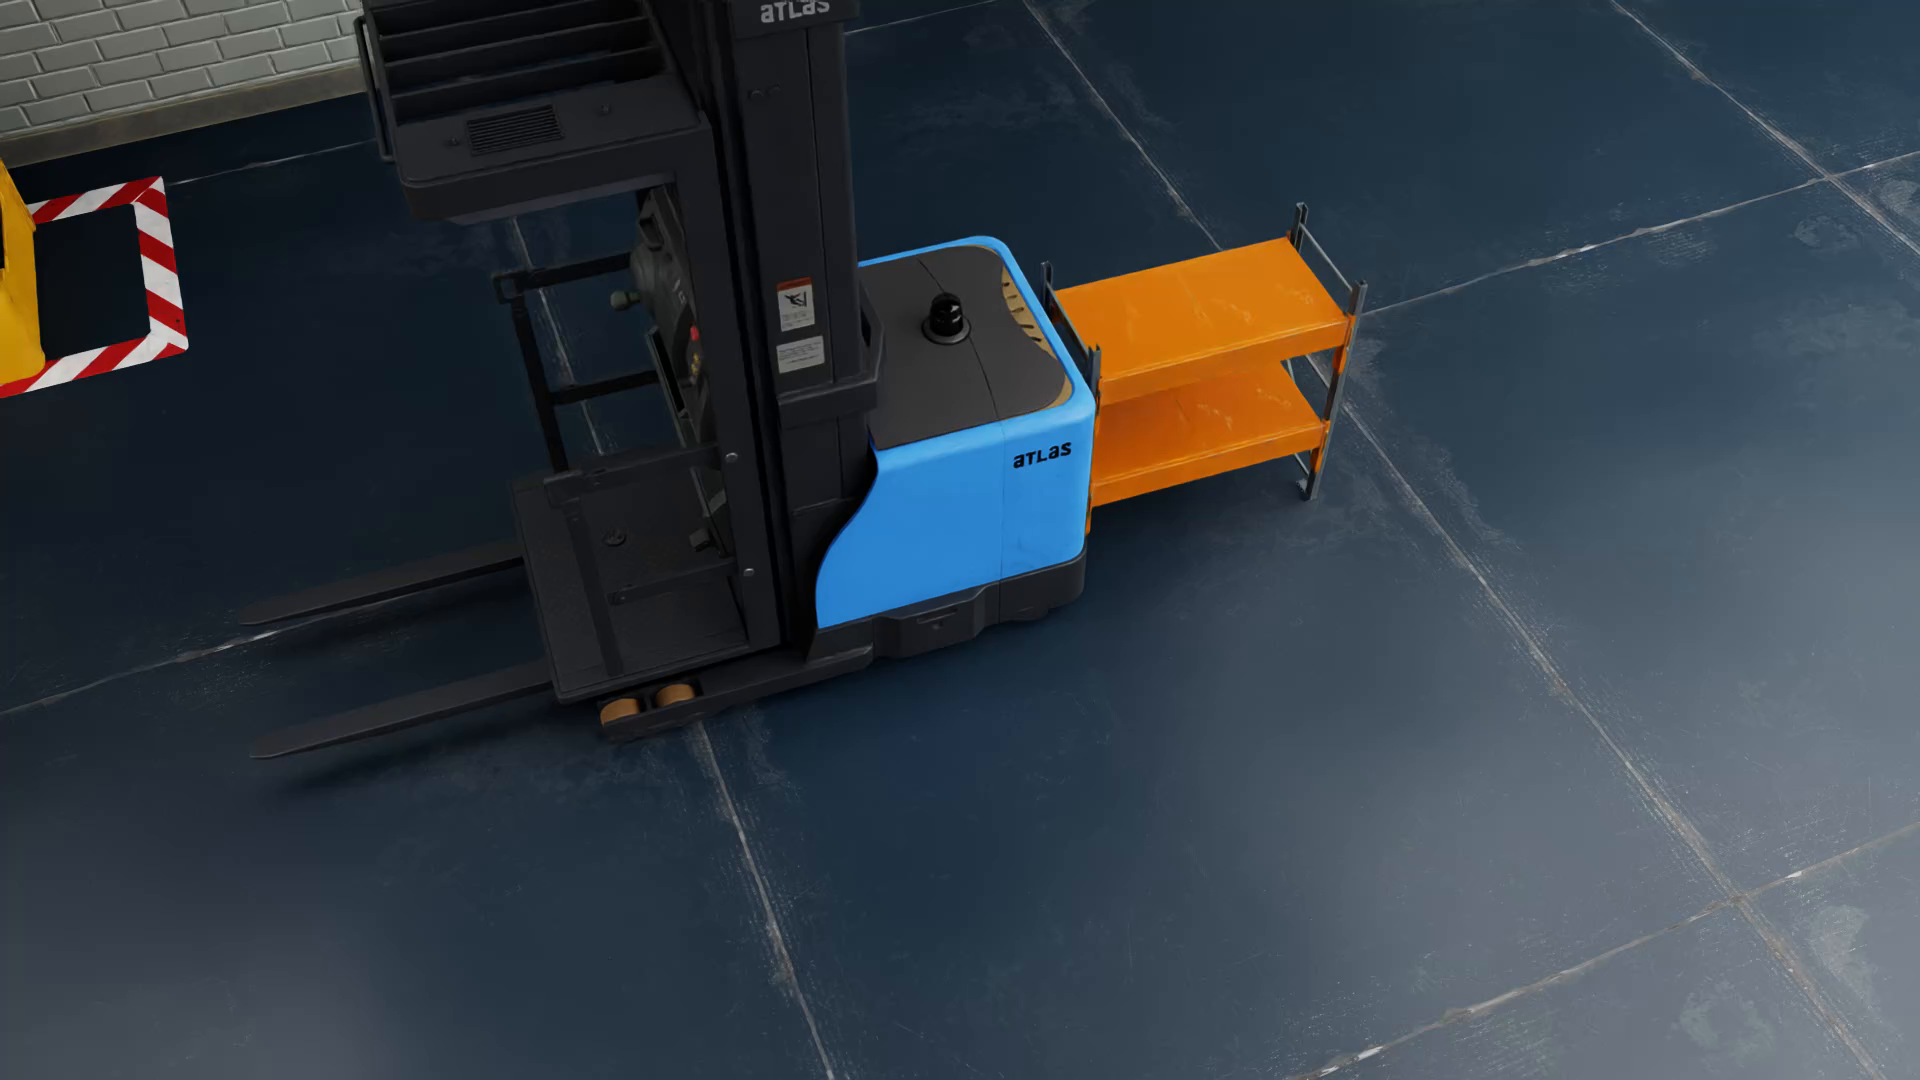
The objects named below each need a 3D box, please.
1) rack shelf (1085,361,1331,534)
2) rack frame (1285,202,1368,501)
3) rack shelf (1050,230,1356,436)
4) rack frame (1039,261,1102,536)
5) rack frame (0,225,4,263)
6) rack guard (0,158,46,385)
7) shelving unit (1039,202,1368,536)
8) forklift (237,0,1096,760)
[{"bbox_3d":[0.866,-0.421,6.533,1.000,0.278,0.538,-15,51,-12],"label":"rack shelf"},{"bbox_3d":[1.346,-0.708,6.458,0.032,1.125,0.500,-15,51,-12],"label":"rack frame"},{"bbox_3d":[0.866,-0.771,6.126,1.000,0.278,0.538,-15,51,-12],"label":"rack shelf"},{"bbox_3d":[0.387,-0.452,6.238,0.032,1.125,0.500,-15,51,-12],"label":"rack frame"},{"bbox_3d":[-4.366,-2.054,6.378,0.127,3.000,1.000,-17,52,-14],"label":"rack frame"},{"bbox_3d":[-4.344,-1.247,7.332,0.348,0.500,1.175,-17,52,-14],"label":"rack guard"},{"bbox_3d":[0.866,-0.580,6.348,1.048,1.125,0.538,-15,51,-12],"label":"shelving unit"},{"bbox_3d":[-1.100,-0.686,5.248,3.031,2.935,1.130,-15,51,-12],"label":"forklift"}]
